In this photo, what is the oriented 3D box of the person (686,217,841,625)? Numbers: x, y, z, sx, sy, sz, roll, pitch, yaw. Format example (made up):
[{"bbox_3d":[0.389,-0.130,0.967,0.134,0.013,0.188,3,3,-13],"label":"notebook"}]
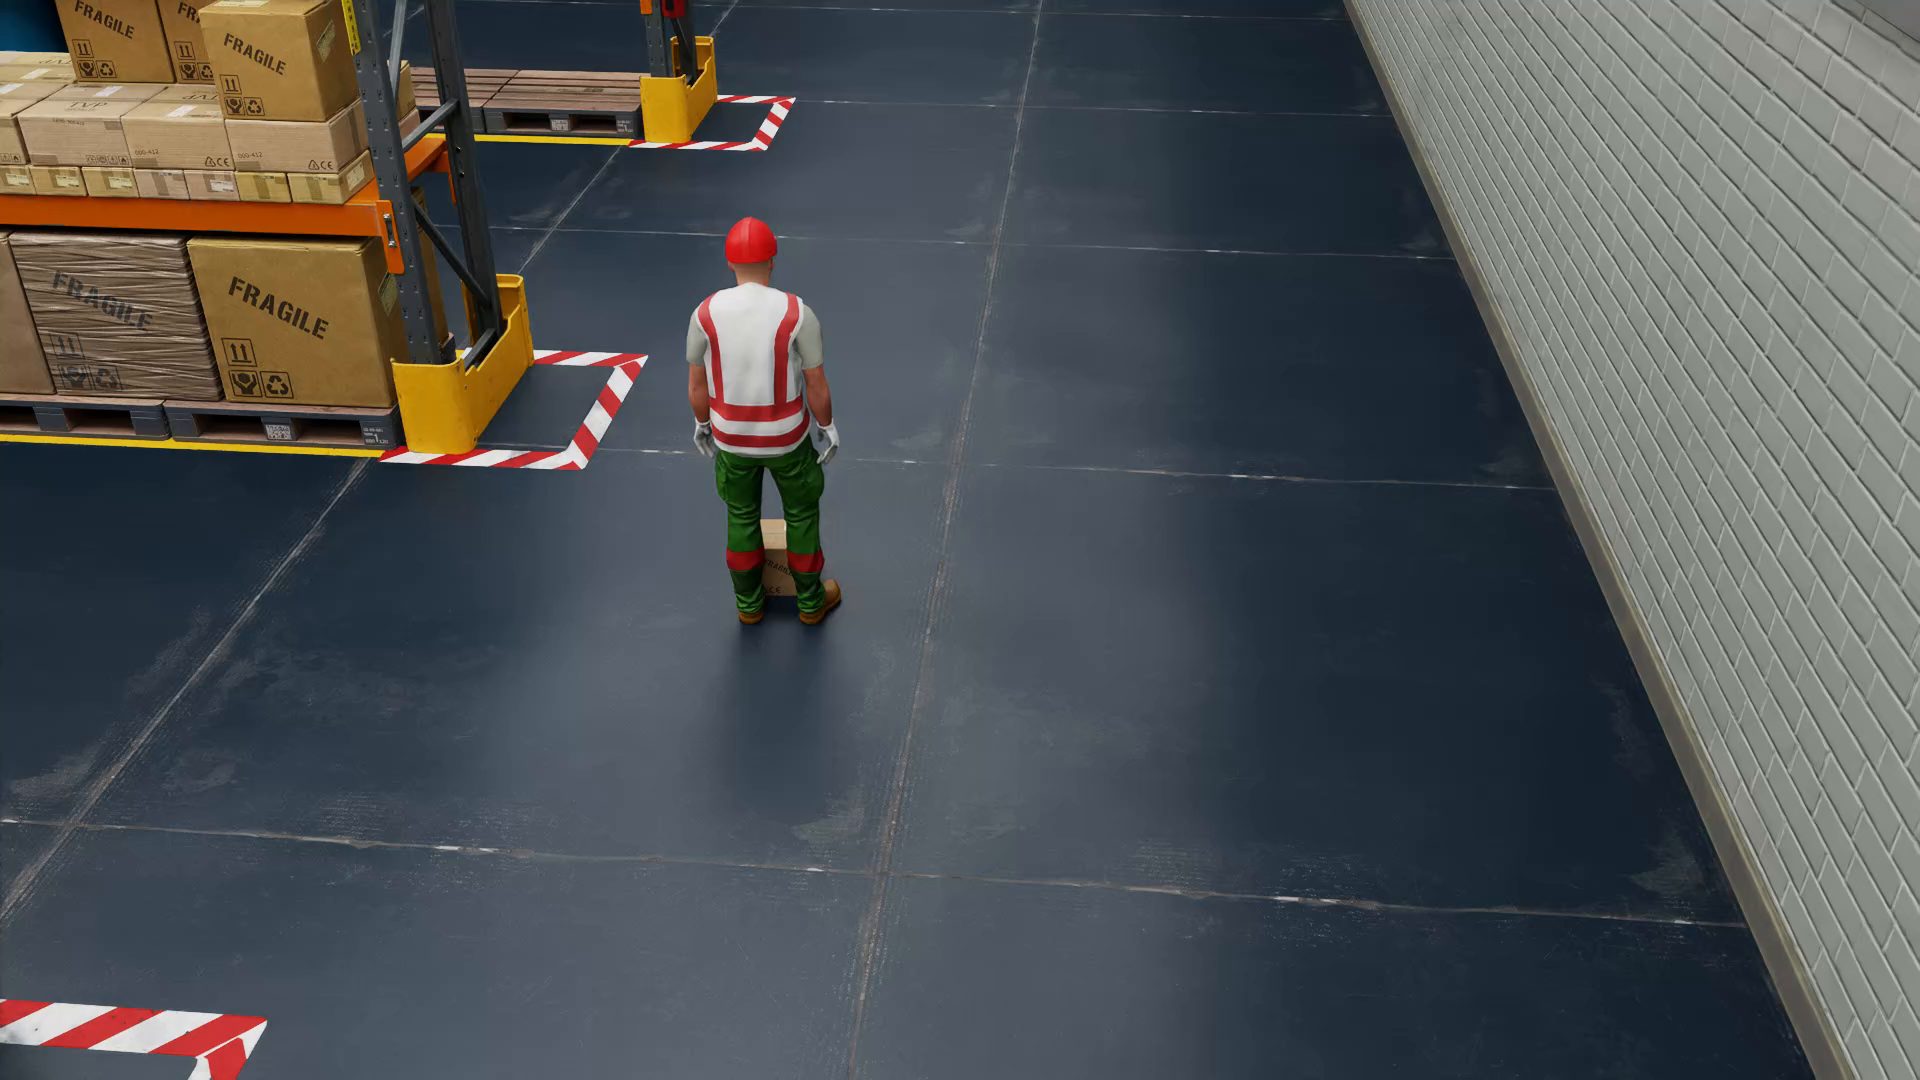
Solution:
[{"bbox_3d":[-0.802,-0.451,6.852,0.609,1.779,0.449,3,32,4],"label":"person"}]
